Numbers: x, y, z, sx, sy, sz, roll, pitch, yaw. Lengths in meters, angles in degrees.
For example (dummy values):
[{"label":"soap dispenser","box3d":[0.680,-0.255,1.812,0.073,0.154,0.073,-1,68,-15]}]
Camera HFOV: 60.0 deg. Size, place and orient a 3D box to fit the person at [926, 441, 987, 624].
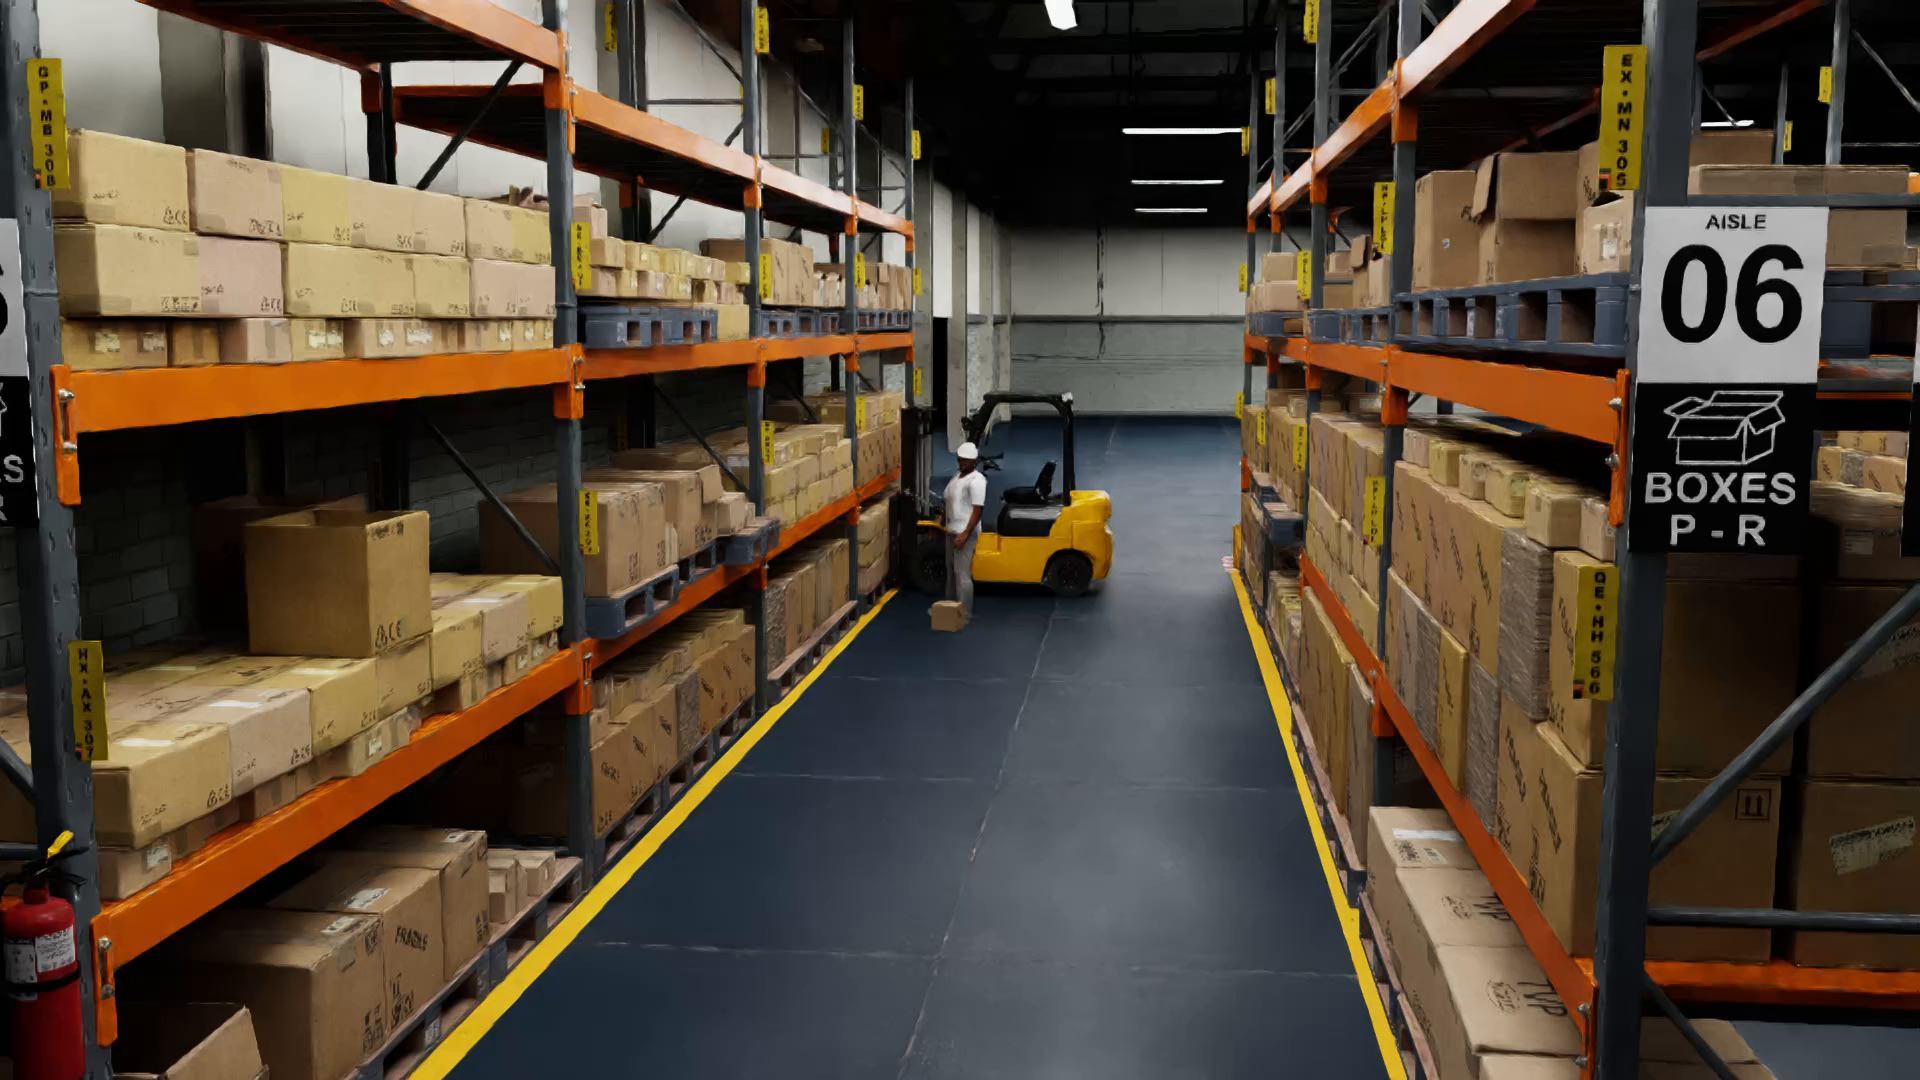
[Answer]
[{"label":"person","box3d":[-0.028,-0.081,16.281,0.476,1.773,0.666,-2,8,-17]}]
